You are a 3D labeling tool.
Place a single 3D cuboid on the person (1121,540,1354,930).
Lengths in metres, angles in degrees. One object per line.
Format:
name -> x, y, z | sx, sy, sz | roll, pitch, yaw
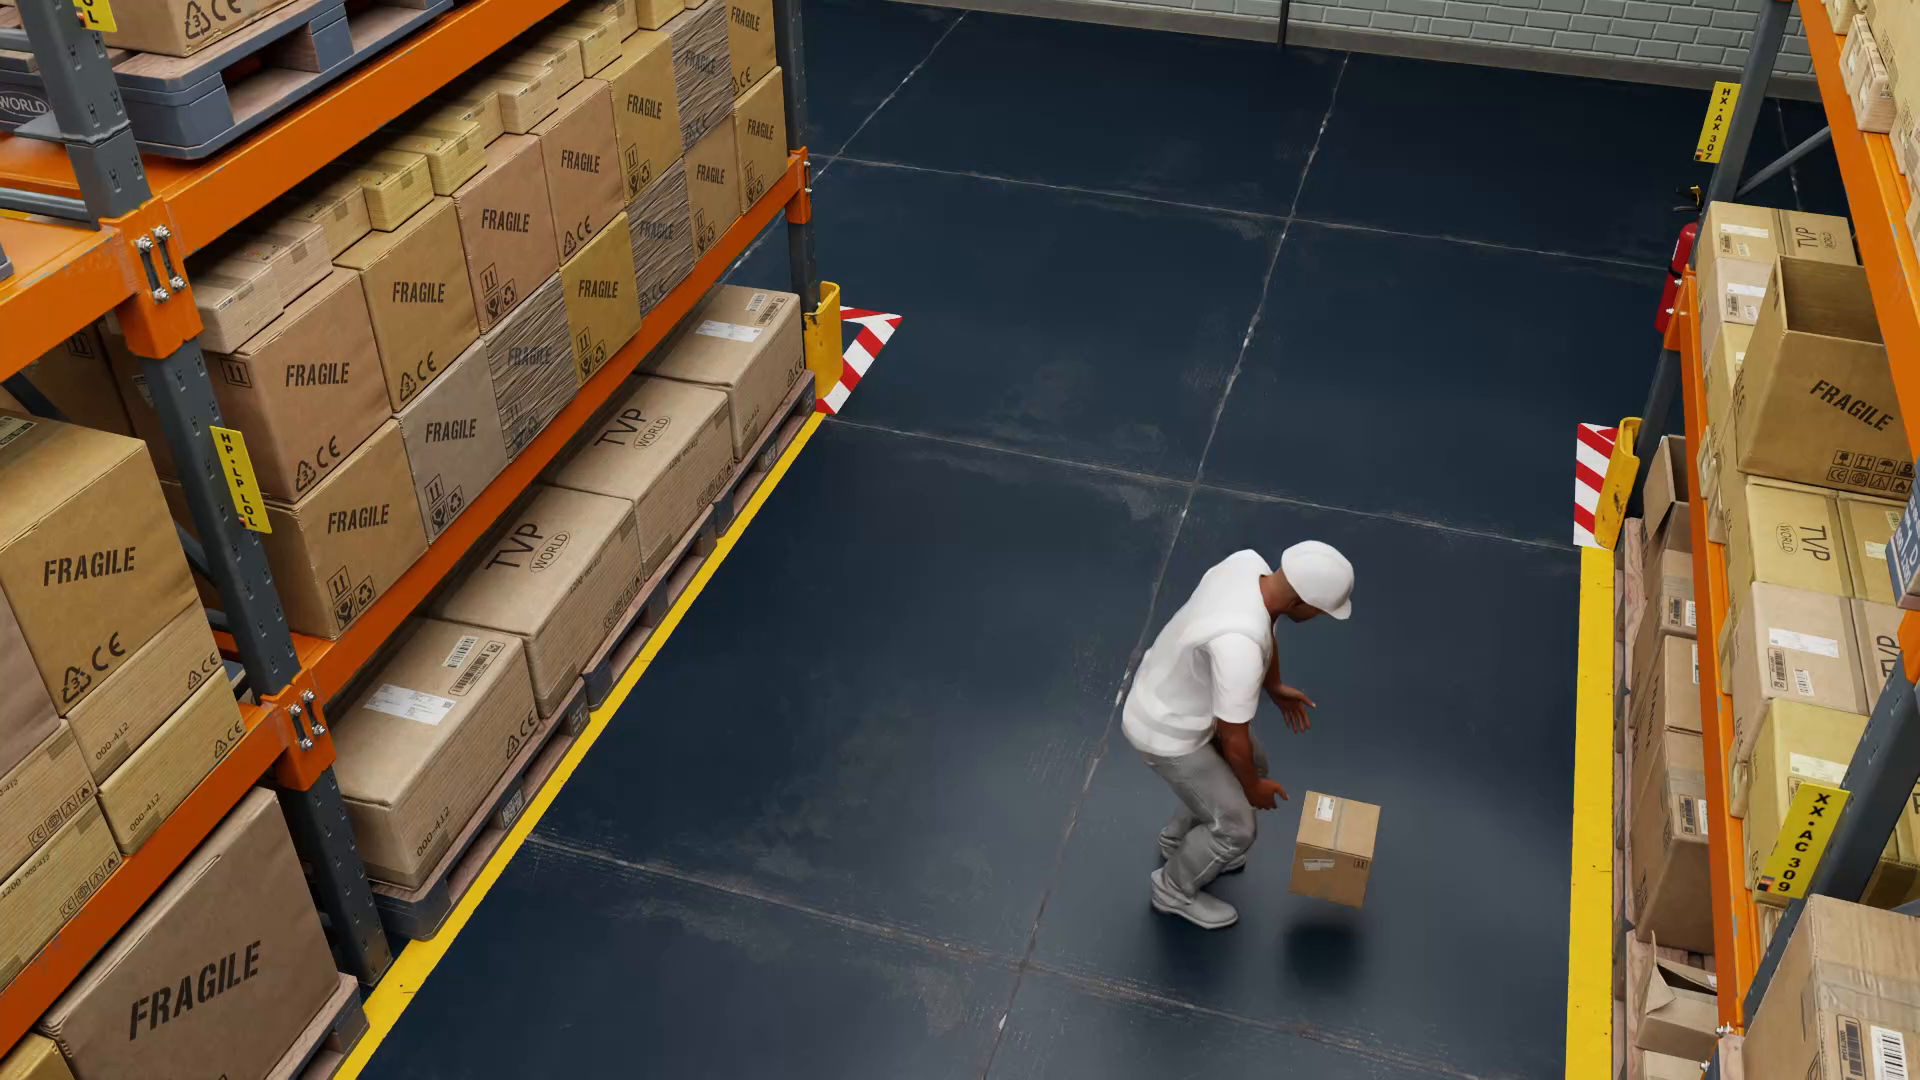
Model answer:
person -> 0.885, 0.597, 5.519 | 0.666, 1.543, 0.625 | 11, 38, 14
